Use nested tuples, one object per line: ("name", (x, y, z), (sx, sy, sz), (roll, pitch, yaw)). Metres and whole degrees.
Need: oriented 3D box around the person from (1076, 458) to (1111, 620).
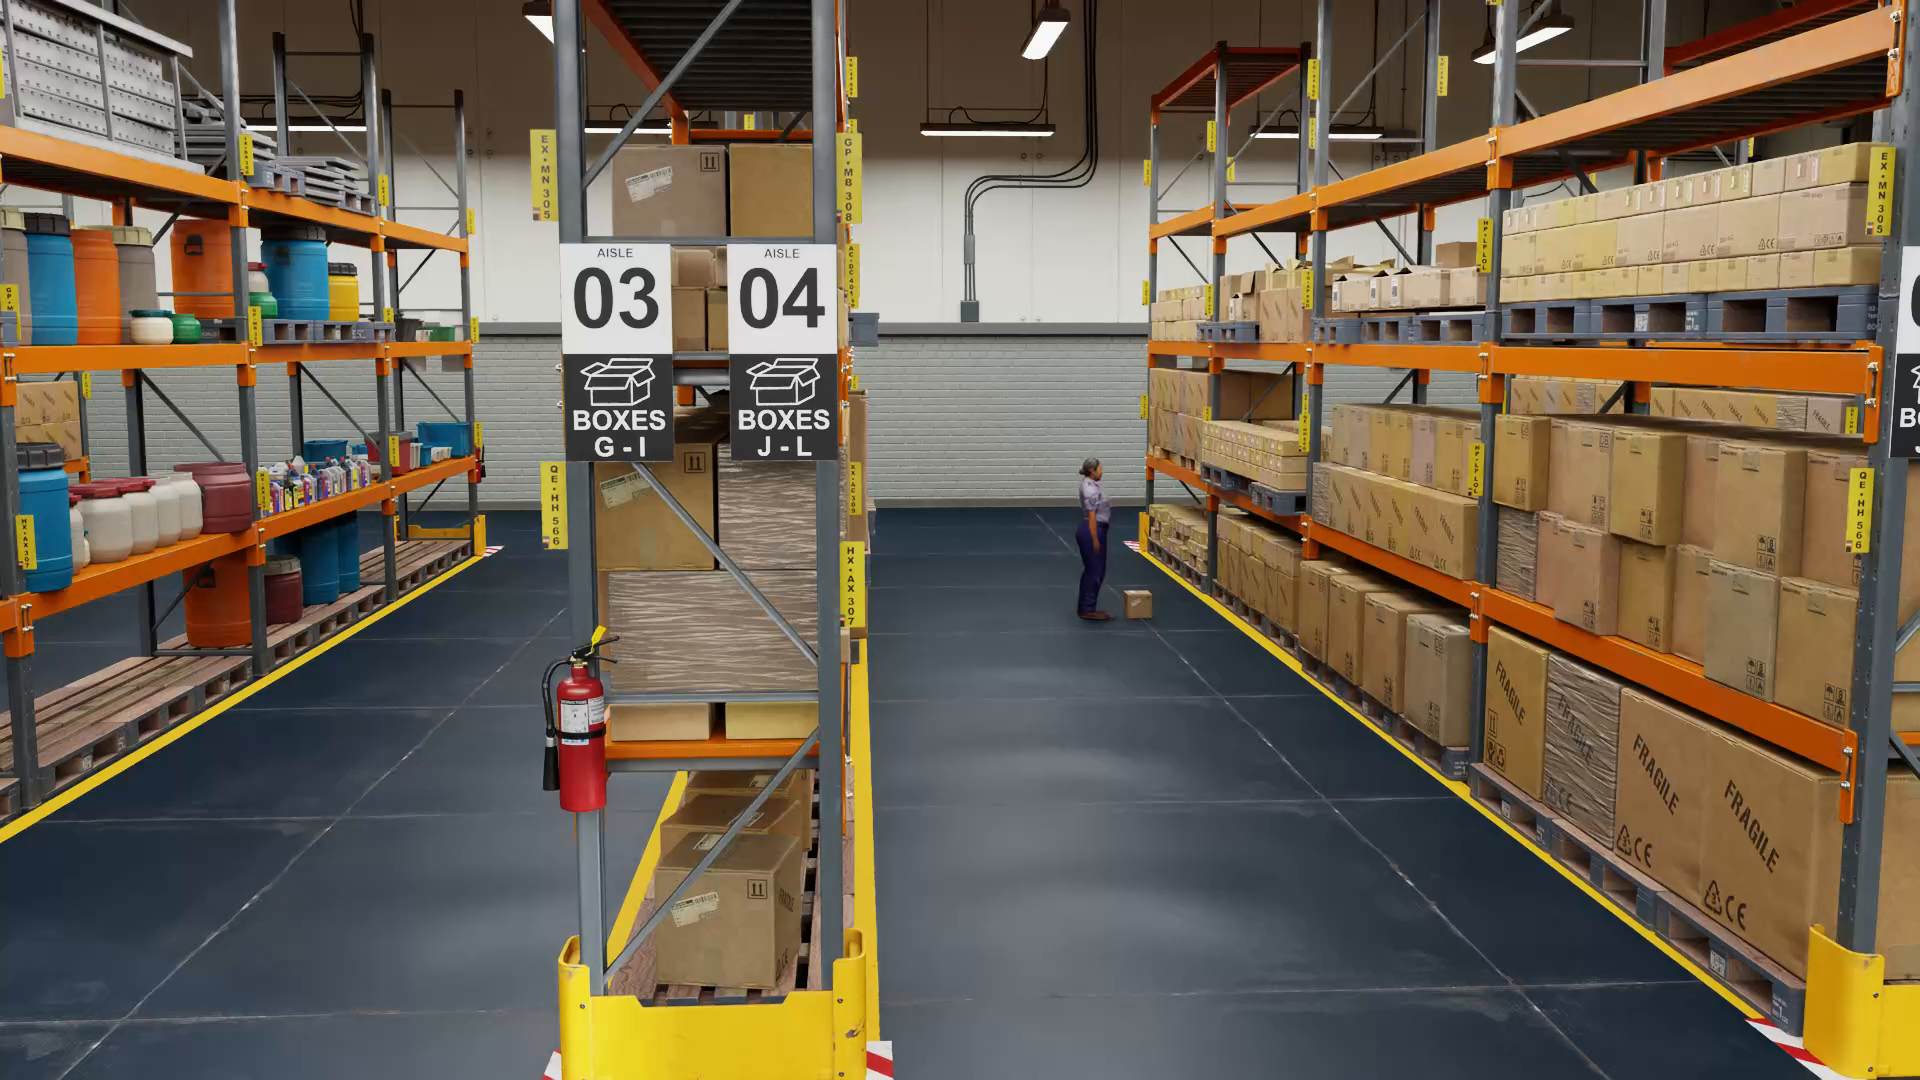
("person", (1.363, -0.021, 17.025), (0.342, 1.642, 0.468), (0, 7, -2))
